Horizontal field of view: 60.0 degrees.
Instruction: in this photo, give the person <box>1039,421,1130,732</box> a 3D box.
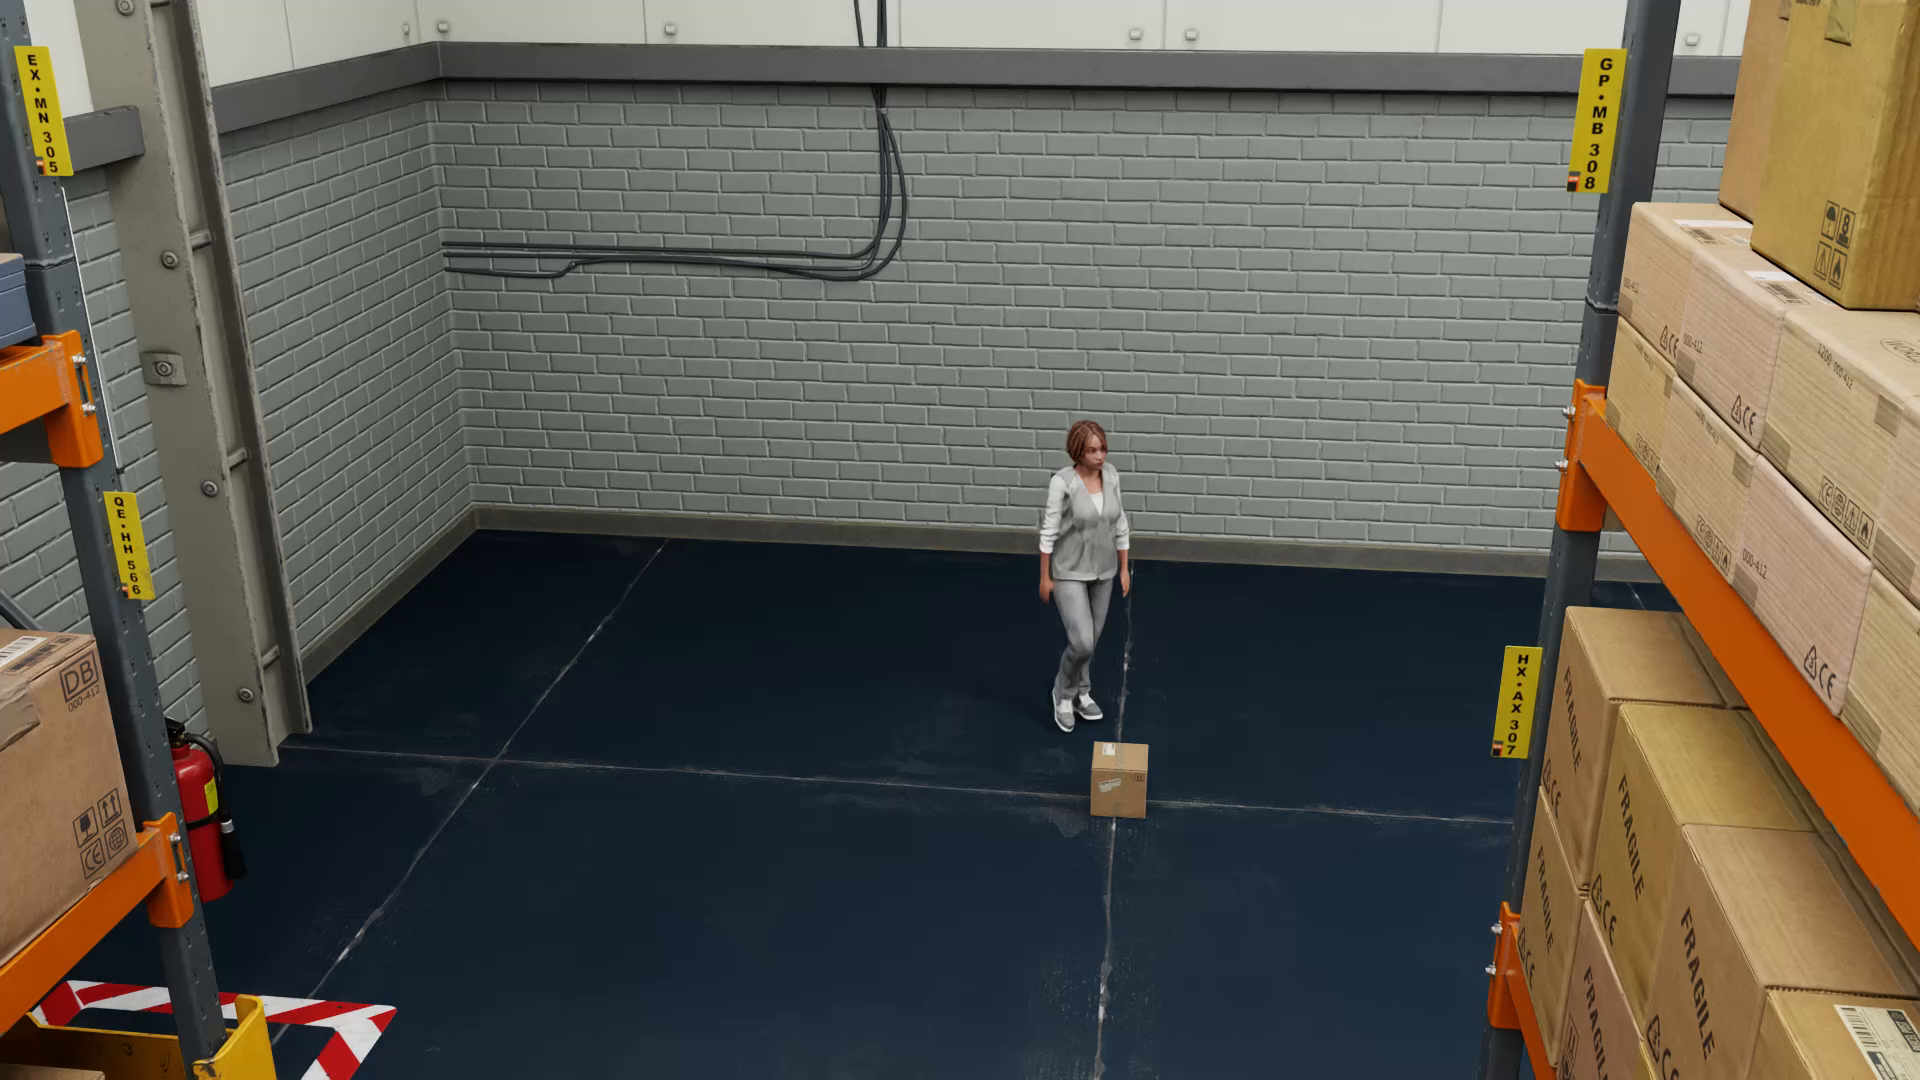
[{"bbox_3d":[0.612,0.178,8.108,0.445,1.578,0.447,-13,25,-30],"label":"person"}]
